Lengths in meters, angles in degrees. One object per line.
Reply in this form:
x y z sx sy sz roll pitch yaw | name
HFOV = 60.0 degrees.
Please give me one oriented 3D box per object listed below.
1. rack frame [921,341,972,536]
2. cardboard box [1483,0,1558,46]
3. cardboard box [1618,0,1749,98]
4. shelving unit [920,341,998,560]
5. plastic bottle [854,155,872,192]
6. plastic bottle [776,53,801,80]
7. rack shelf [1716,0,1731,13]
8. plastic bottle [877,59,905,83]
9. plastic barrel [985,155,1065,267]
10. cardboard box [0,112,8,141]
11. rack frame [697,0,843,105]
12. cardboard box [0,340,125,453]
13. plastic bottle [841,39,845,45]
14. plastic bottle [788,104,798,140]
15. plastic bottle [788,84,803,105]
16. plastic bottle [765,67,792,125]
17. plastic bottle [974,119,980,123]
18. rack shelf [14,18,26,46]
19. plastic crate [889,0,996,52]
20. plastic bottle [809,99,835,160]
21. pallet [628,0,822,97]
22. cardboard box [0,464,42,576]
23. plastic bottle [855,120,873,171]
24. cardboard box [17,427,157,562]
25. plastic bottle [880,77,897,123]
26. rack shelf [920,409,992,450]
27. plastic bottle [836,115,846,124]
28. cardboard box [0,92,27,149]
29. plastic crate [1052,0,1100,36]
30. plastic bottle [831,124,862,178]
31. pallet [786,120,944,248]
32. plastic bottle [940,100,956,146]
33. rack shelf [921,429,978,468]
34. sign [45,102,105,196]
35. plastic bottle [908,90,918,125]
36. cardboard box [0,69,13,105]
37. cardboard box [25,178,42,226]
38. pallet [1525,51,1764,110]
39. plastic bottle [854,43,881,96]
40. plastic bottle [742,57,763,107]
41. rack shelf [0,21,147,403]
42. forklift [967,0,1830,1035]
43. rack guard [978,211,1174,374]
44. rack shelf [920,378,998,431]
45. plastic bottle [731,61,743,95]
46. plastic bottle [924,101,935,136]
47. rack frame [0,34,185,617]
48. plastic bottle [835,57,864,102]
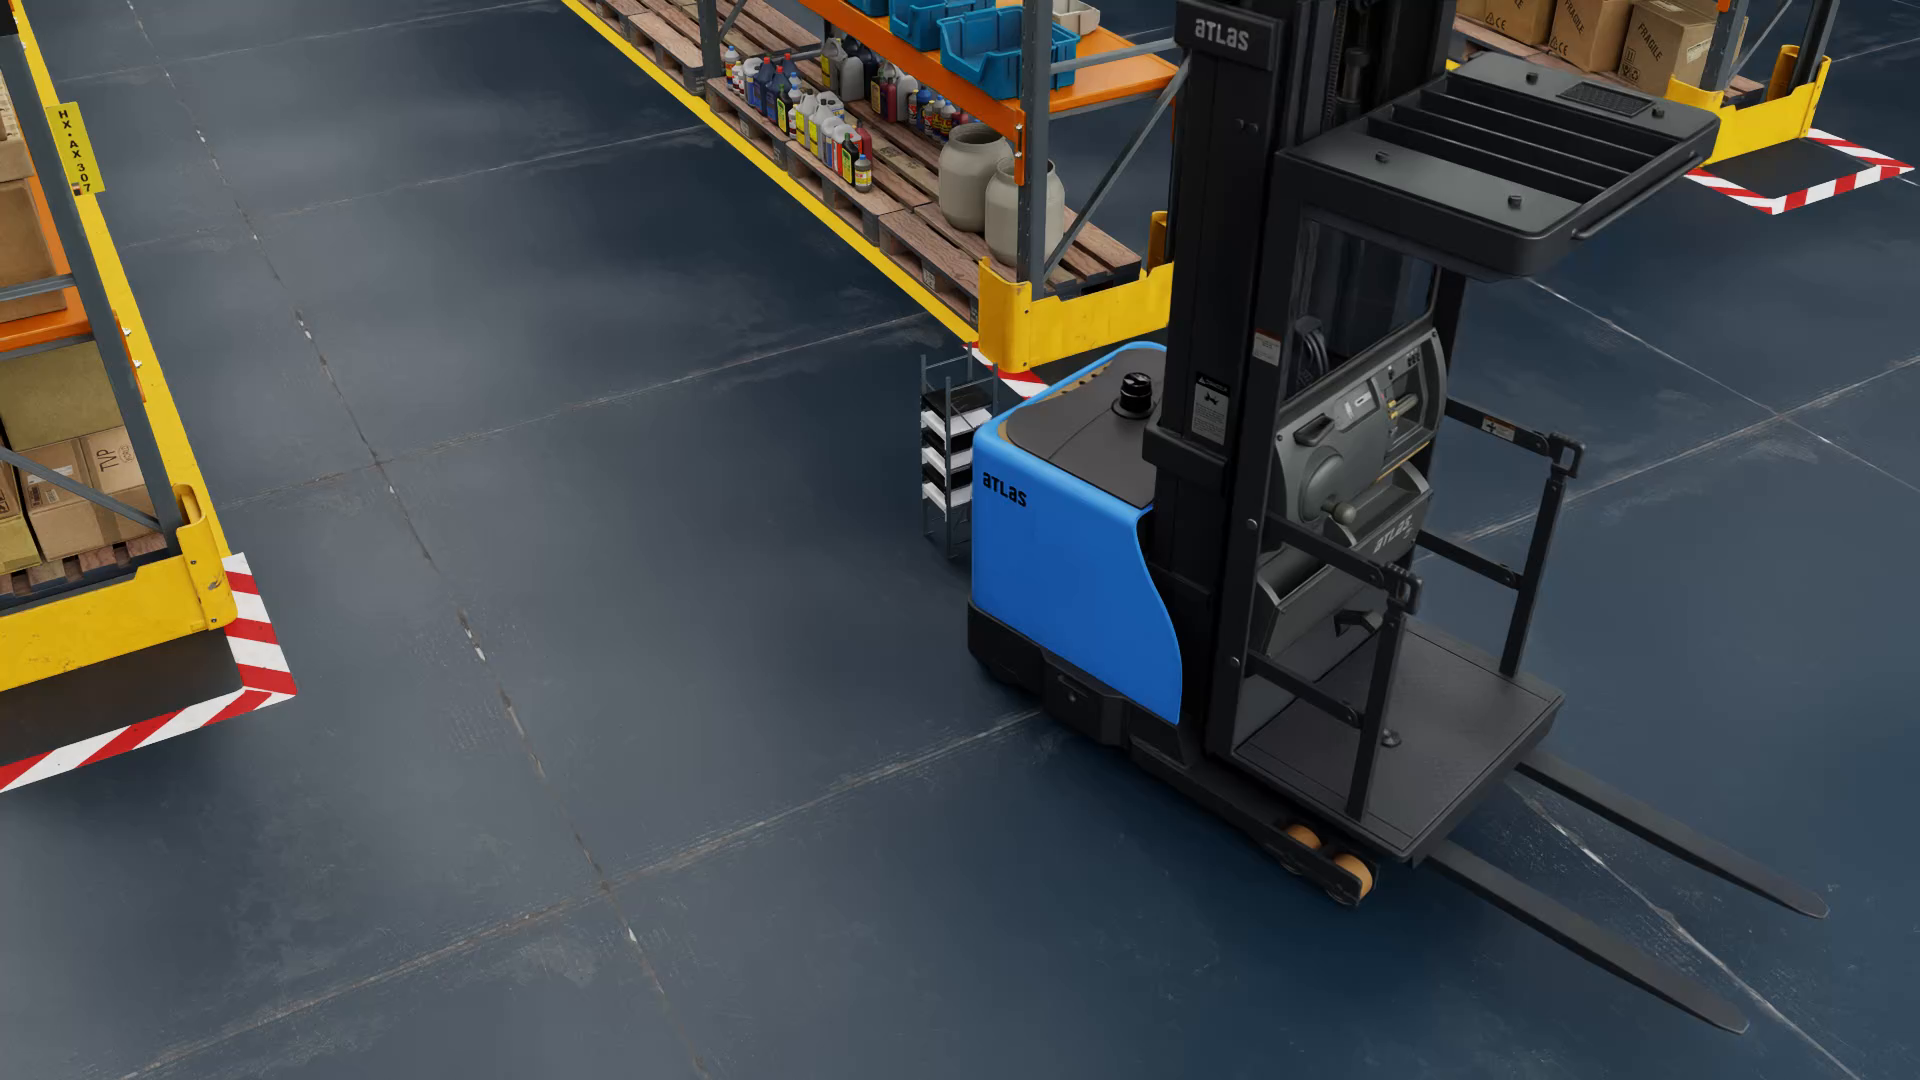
-0.055 -0.419 7.061 0.240 0.900 0.006 -19 40 -24 | rack frame
4.096 -3.845 11.734 0.500 0.500 0.500 -15 39 -20 | cardboard box
4.724 -3.225 10.886 0.500 0.500 0.500 -12 38 -16 | cardboard box
-0.004 -0.368 6.990 0.258 0.900 0.210 -19 40 -24 | shelving unit
-0.561 -2.128 9.620 0.097 0.201 0.097 0 36 0 | plastic bottle
-1.097 -2.930 10.591 0.144 0.351 0.185 -19 40 -24 | plastic bottle
4.019 -4.471 11.438 1.077 0.370 4.000 -19 40 -24 | rack shelf
-0.437 -2.916 10.572 0.144 0.351 0.185 -19 40 -24 | plastic bottle
0.344 -1.752 8.859 0.421 0.512 0.421 0 36 0 | plastic barrel
-3.794 -1.641 5.769 0.700 0.500 0.500 -19 40 -24 | cardboard box
-1.269 -4.314 10.613 1.000 3.000 0.127 -19 40 -24 | rack frame
-3.874 -0.764 7.092 0.500 0.500 0.500 -19 40 -24 | cardboard box
-0.742 -3.247 11.082 0.061 0.283 0.133 -17 39 -22 | plastic bottle
-1.005 -2.579 10.238 0.097 0.201 0.097 0 36 0 | plastic bottle
-1.021 -2.695 10.337 0.097 0.271 0.097 0 36 0 | plastic bottle
-1.127 -2.791 10.401 0.144 0.351 0.185 -21 41 -26 | plastic bottle
0.100 -2.367 9.888 0.097 0.271 0.097 0 36 0 | plastic bottle
-6.558 -3.577 10.215 1.077 0.370 4.000 -19 40 -24 | rack shelf
-0.090 -2.713 8.548 0.499 0.251 0.408 -19 40 -24 | plastic crate
-0.820 -2.479 9.974 0.144 0.351 0.185 -17 40 -22 | plastic bottle
-1.697 -3.577 11.968 1.003 0.211 1.213 -19 40 -24 | pallet
-4.068 -0.053 6.755 0.500 0.250 0.500 -19 40 -24 | cardboard box
-0.572 -2.330 9.827 0.061 0.283 0.133 -19 40 -24 | plastic bottle
-3.621 -0.207 6.965 0.500 0.250 0.500 -19 40 -24 | cardboard box
-0.451 -2.773 10.434 0.061 0.283 0.133 -19 40 -24 | plastic bottle
-0.004 -0.486 6.904 0.258 0.077 0.200 -19 40 -24 | rack shelf
-0.737 -2.477 10.098 0.097 0.201 0.097 0 36 0 | plastic bottle
-3.690 -1.508 6.137 0.380 0.149 0.250 -20 41 -25 | cardboard box
0.570 -2.719 8.653 0.298 0.136 0.250 -19 40 -24 | plastic crate
-0.664 -2.295 9.785 0.152 0.276 0.135 -19 40 -24 | plastic bottle
-0.350 -2.210 10.097 1.003 0.211 1.213 -19 40 -24 | pallet
-0.073 -2.542 10.127 0.097 0.271 0.097 0 36 0 | plastic bottle
-0.004 -0.413 6.957 0.258 0.077 0.200 -19 40 -24 | rack shelf
-3.061 -1.351 5.756 0.100 0.325 0.005 -19 40 -24 | sign
-0.276 -2.720 10.430 0.097 0.201 0.097 0 36 0 | plastic bottle
-3.939 -1.765 6.489 0.380 0.149 0.250 -20 40 -25 | cardboard box
-4.035 -1.357 6.480 0.700 0.500 0.500 -18 40 -23 | cardboard box
4.608 -3.079 11.287 1.003 0.211 1.213 -19 40 -24 | pallet
-0.599 -3.081 10.798 0.144 0.351 0.185 -21 41 -26 | plastic bottle
-1.301 -2.942 10.672 0.152 0.276 0.135 -17 40 -22 | plastic bottle
-4.548 -1.538 7.422 1.077 0.370 4.000 -19 40 -24 | rack shelf
1.439 -0.313 5.194 3.031 2.935 1.130 30 45 34 | forklift
0.662 -1.289 8.591 1.175 0.500 0.348 -19 40 -24 | rack guard
-0.004 -0.559 6.851 0.258 0.077 0.200 -19 40 -24 | rack shelf
-1.436 -3.017 10.837 0.097 0.201 0.097 0 36 0 | plastic bottle
-0.173 -2.615 10.287 0.097 0.201 0.097 0 36 0 | plastic bottle
-3.544 -0.808 5.813 1.000 3.000 0.127 -19 40 -24 | rack frame
-0.715 -2.994 10.742 0.152 0.276 0.135 -19 40 -24 | plastic bottle
